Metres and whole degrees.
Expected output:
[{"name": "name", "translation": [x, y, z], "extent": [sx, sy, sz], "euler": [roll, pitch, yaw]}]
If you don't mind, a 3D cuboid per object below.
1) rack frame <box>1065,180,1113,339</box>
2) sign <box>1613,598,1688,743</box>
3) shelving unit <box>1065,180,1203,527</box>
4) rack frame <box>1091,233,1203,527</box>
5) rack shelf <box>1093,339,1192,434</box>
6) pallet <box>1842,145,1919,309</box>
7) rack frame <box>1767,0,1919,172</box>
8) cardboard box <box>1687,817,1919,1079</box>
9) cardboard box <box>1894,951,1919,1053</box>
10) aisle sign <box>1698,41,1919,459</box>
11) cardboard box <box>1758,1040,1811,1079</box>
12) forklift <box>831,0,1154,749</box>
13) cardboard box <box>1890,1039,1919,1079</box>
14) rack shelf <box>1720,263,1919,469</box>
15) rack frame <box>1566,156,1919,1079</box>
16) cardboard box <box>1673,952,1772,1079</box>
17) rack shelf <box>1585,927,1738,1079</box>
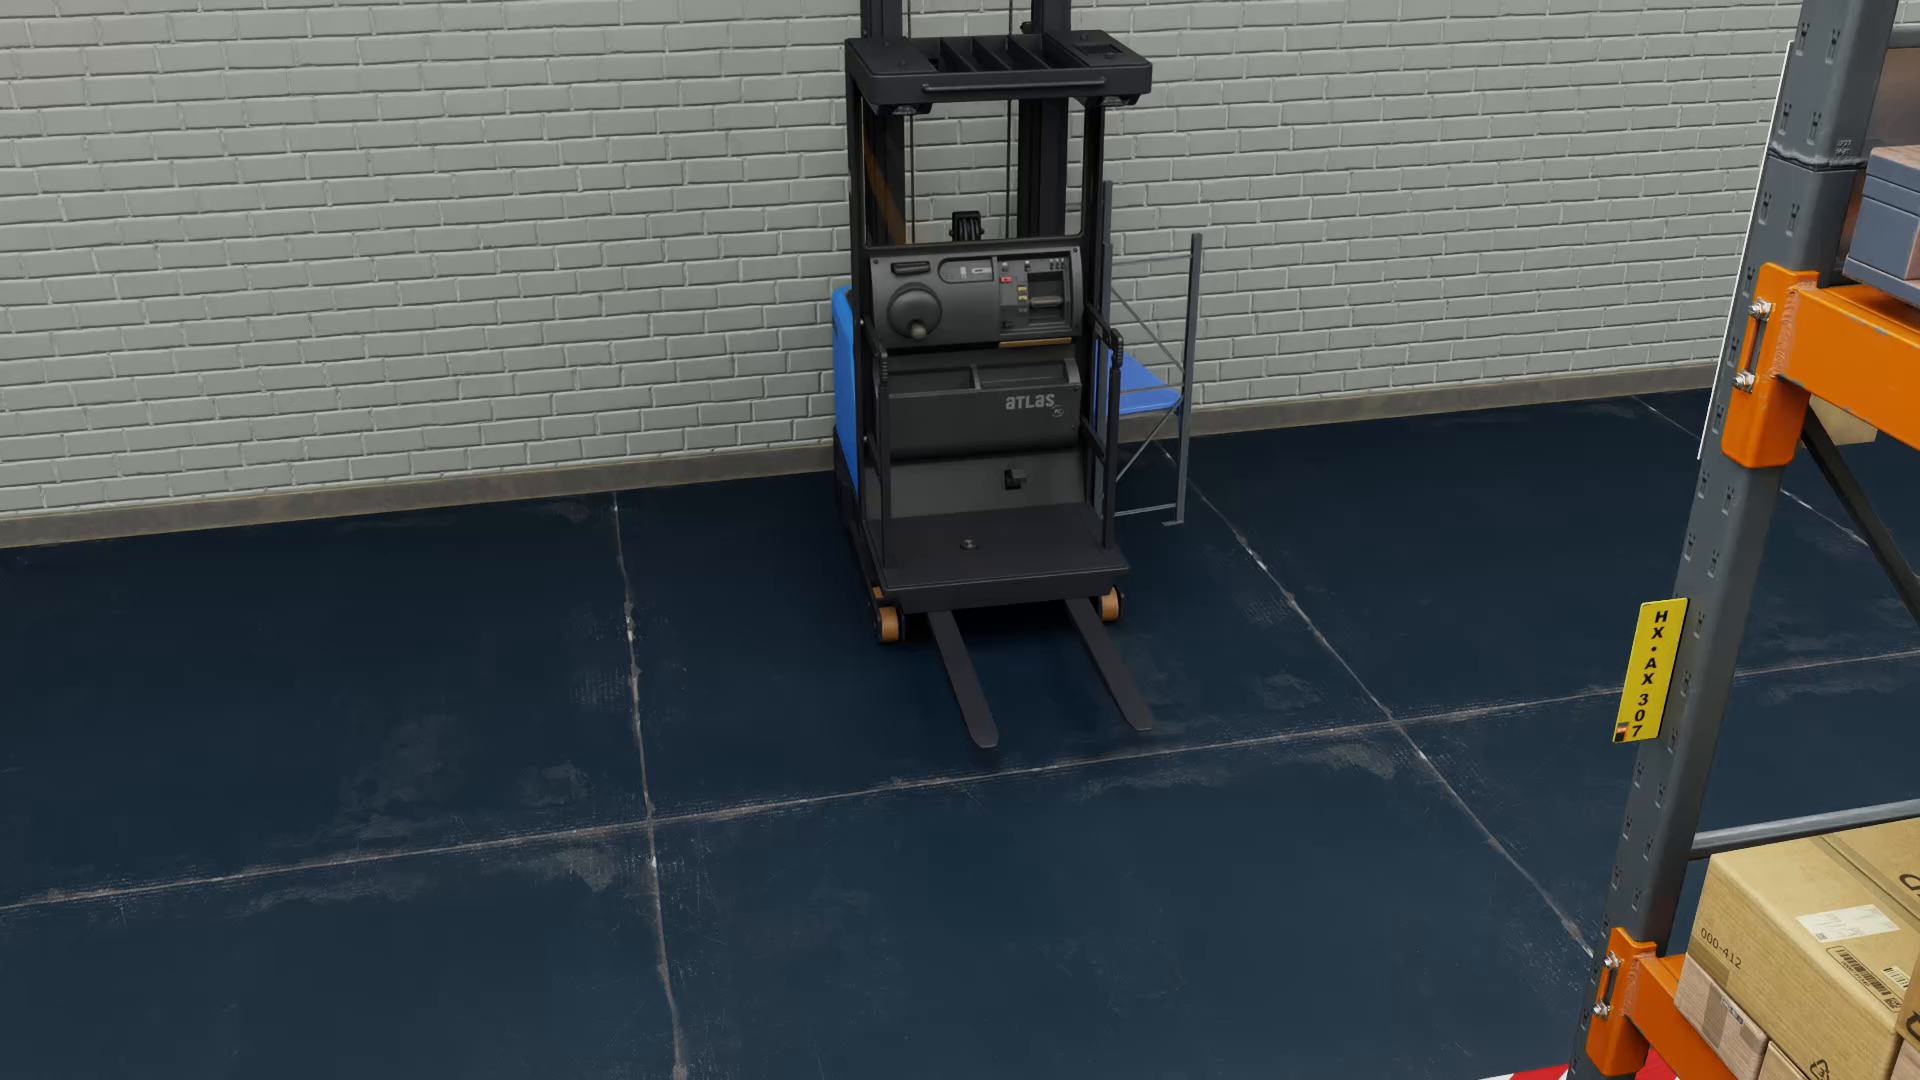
[{"name": "rack frame", "translation": [0.550, -1.154, 8.872], "extent": [0.500, 1.500, 0.032], "euler": [-9, 28, -17]}, {"name": "sign", "translation": [1.388, 0.265, 3.347], "extent": [0.100, 0.325, 0.005], "euler": [-6, 27, -12]}, {"name": "shelving unit", "translation": [0.720, -0.938, 8.445], "extent": [0.538, 1.500, 1.048], "euler": [-9, 28, -17]}, {"name": "rack frame", "translation": [0.890, -0.723, 8.017], "extent": [0.500, 1.500, 0.032], "euler": [-9, 28, -17]}, {"name": "rack shelf", "translation": [0.720, -0.778, 8.526], "extent": [0.538, 0.185, 1.000], "euler": [-9, 28, -17]}, {"name": "pallet", "translation": [2.107, -0.341, 2.367], "extent": [1.003, 0.211, 1.213], "euler": [-6, 27, -12]}, {"name": "rack frame", "translation": [1.930, -2.045, 2.314], "extent": [1.000, 3.000, 0.127], "euler": [-6, 27, -12]}, {"name": "cardboard box", "translation": [1.775, 0.806, 3.161], "extent": [0.500, 0.250, 0.500], "euler": [-7, 28, -13]}, {"name": "cardboard box", "translation": [1.888, 0.691, 2.557], "extent": [0.500, 0.500, 0.500], "euler": [-7, 28, -13]}, {"name": "aisle sign", "translation": [1.621, -0.528, 3.082], "extent": [0.394, 0.787, 0.004], "euler": [-6, 27, -12]}, {"name": "cardboard box", "translation": [1.748, 1.047, 3.125], "extent": [0.380, 0.149, 0.250], "euler": [-6, 27, -12]}, {"name": "forklift", "translation": [0.119, -1.032, 7.041], "extent": [1.130, 2.935, 3.031], "euler": [-5, 27, -10]}, {"name": "cardboard box", "translation": [1.899, 1.033, 2.710], "extent": [0.500, 0.250, 0.500], "euler": [-6, 27, -12]}, {"name": "rack shelf", "translation": [2.381, 0.494, 1.413], "extent": [1.077, 0.370, 4.000], "euler": [-6, 27, -12]}, {"name": "rack frame", "translation": [1.930, 0.633, 3.666], "extent": [1.000, 3.000, 0.127], "euler": [-6, 27, -12]}, {"name": "cardboard box", "translation": [1.688, 0.935, 3.347], "extent": [0.380, 0.149, 0.250], "euler": [-6, 27, -11]}, {"name": "rack shelf", "translation": [2.381, 1.833, 2.089], "extent": [1.077, 0.370, 4.000], "euler": [-6, 27, -12]}]
